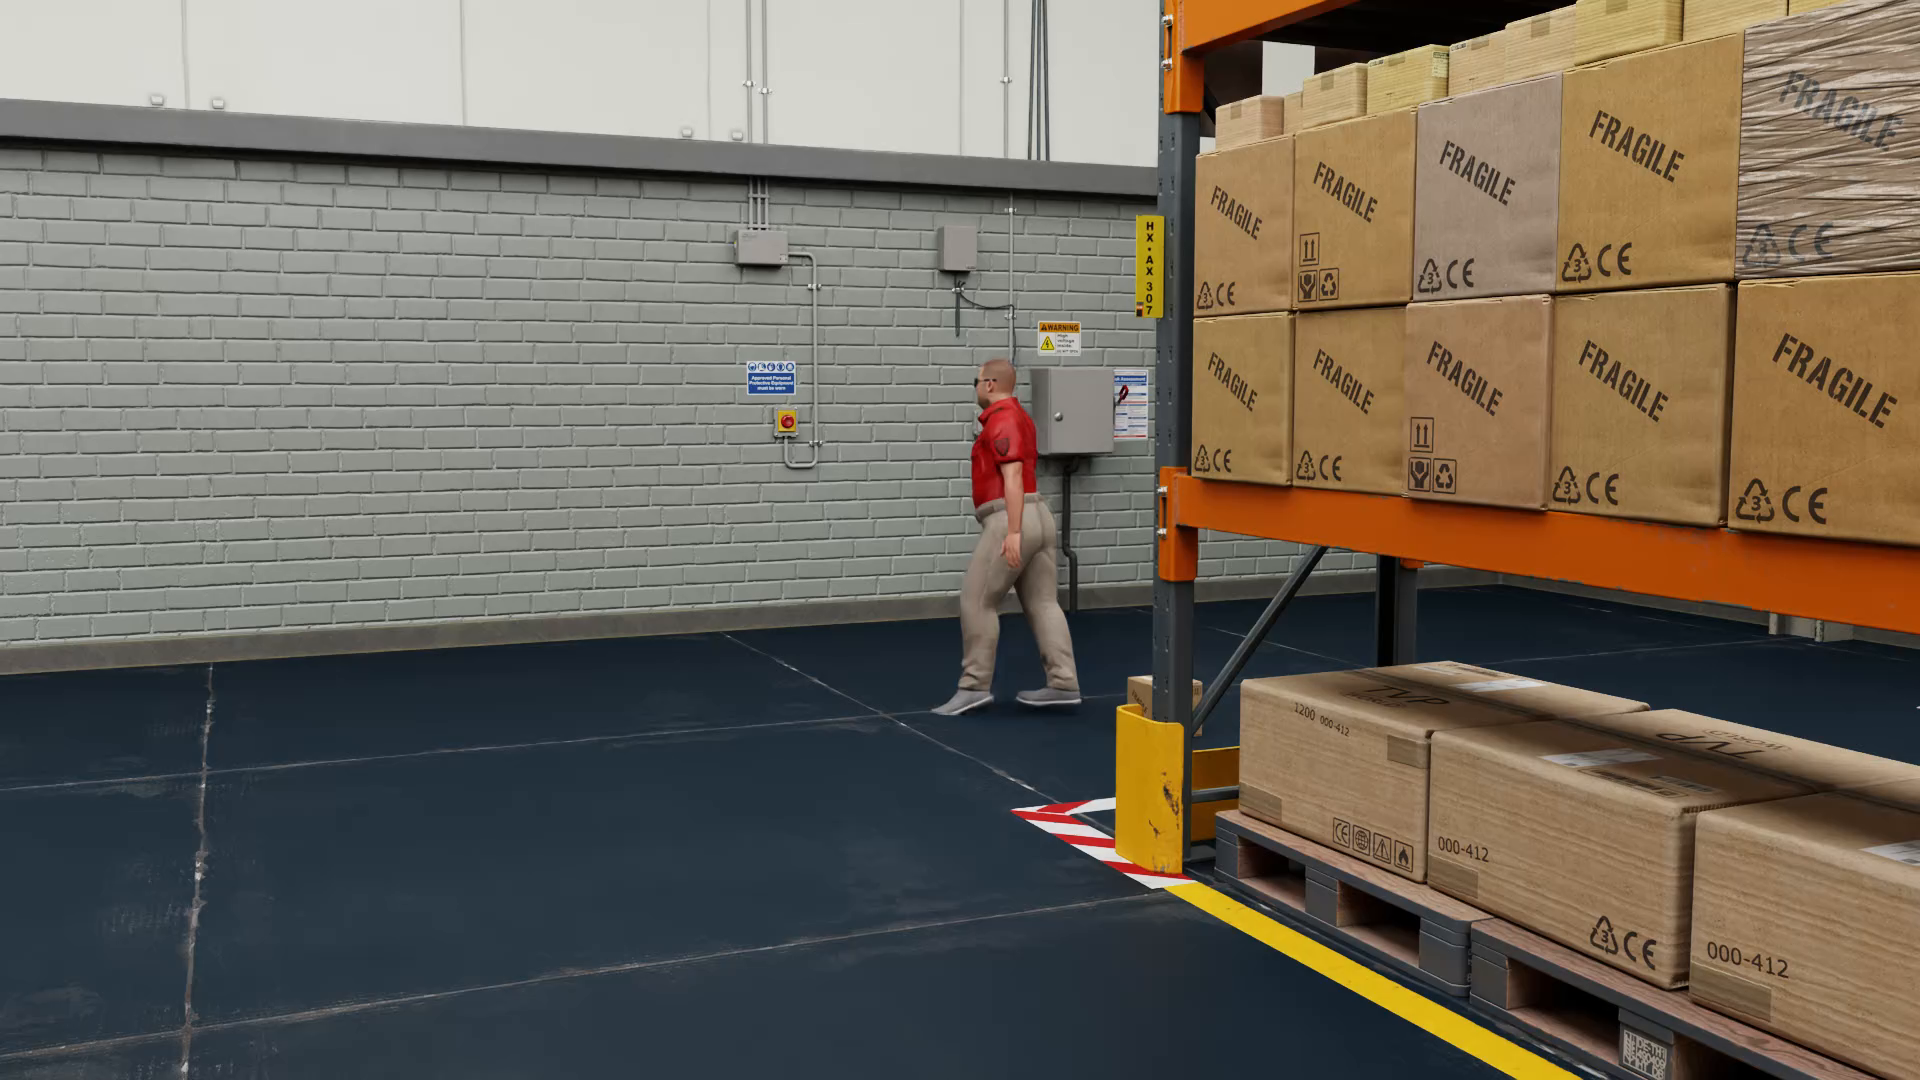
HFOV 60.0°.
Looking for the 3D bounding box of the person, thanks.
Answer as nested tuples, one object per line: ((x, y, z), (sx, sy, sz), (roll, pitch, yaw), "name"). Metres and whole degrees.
((0.256, -0.002, 8.102), (0.703, 1.757, 0.587), (2, 6, 23), "person")
